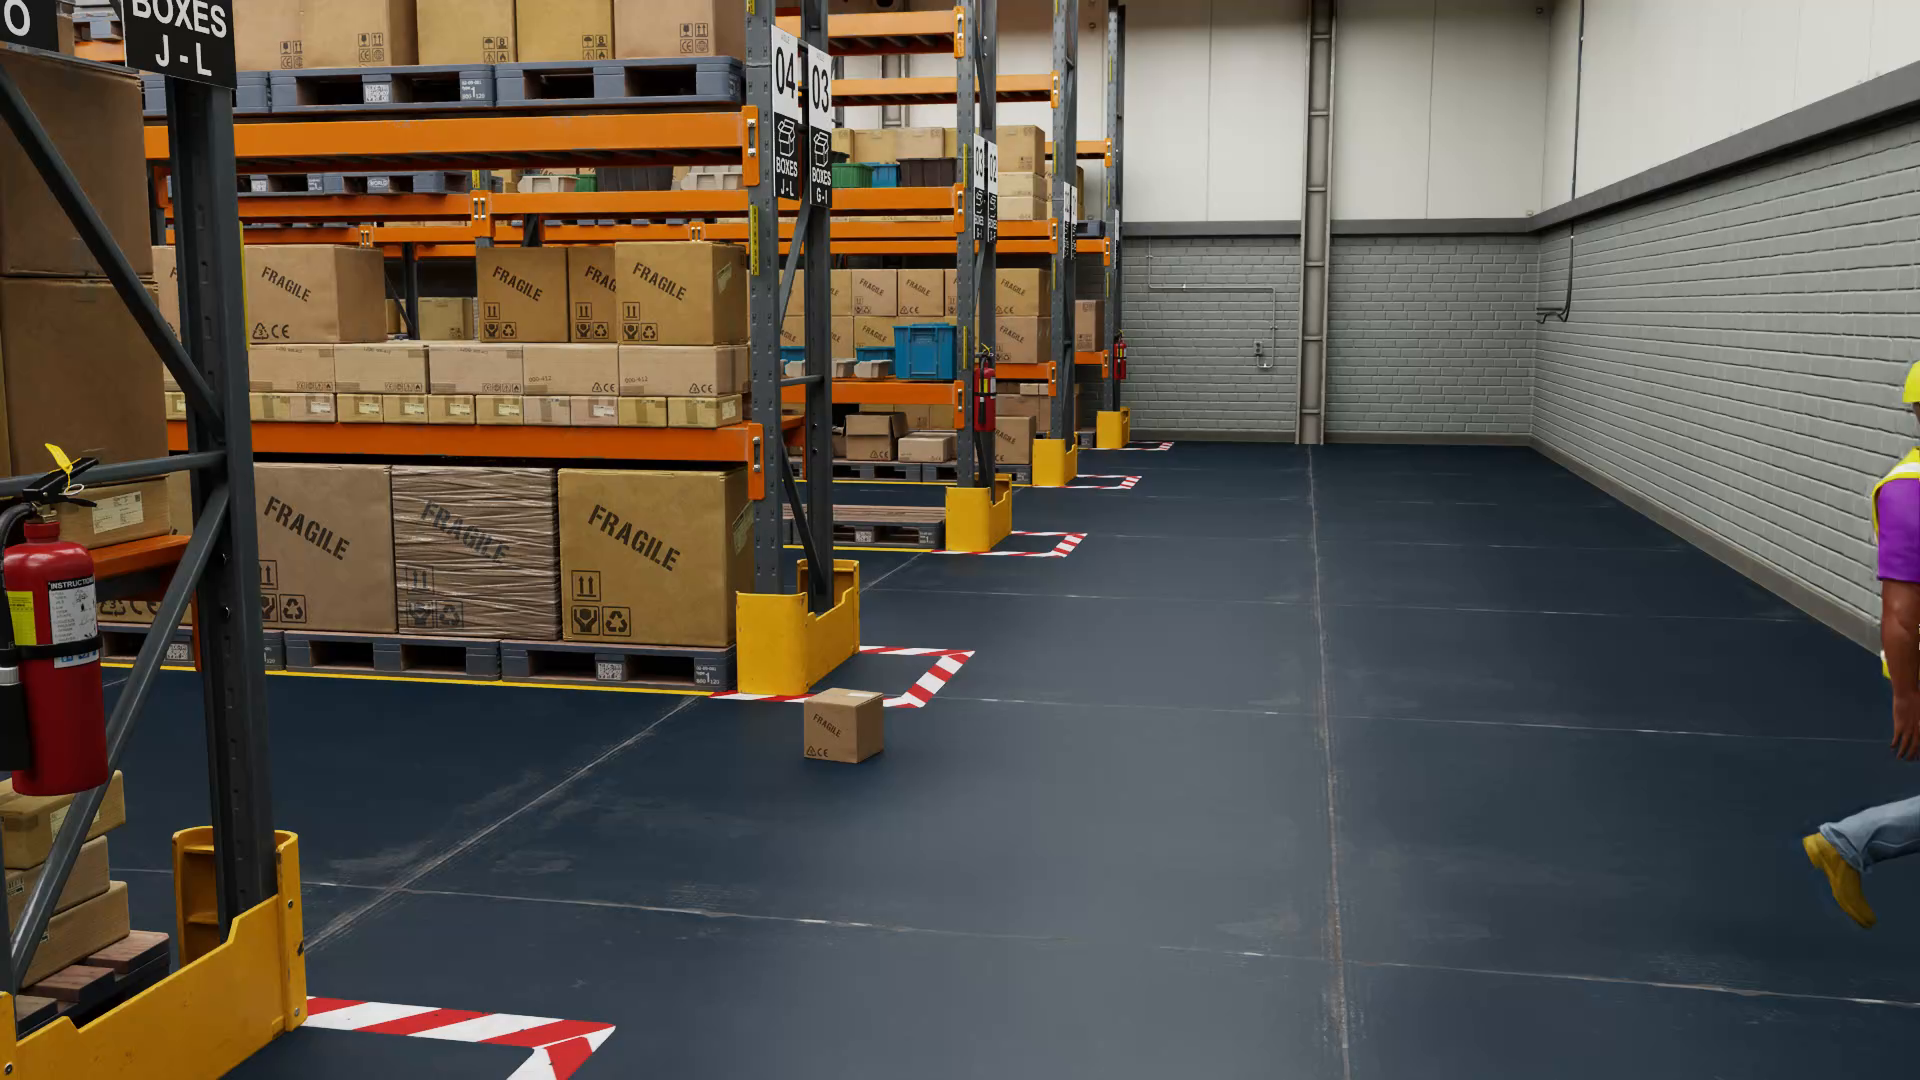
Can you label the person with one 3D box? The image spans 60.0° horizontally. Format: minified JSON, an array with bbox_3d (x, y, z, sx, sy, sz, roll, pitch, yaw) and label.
[{"bbox_3d":[2.672,0.366,4.507,0.702,1.749,0.577,7,11,42],"label":"person"}]
